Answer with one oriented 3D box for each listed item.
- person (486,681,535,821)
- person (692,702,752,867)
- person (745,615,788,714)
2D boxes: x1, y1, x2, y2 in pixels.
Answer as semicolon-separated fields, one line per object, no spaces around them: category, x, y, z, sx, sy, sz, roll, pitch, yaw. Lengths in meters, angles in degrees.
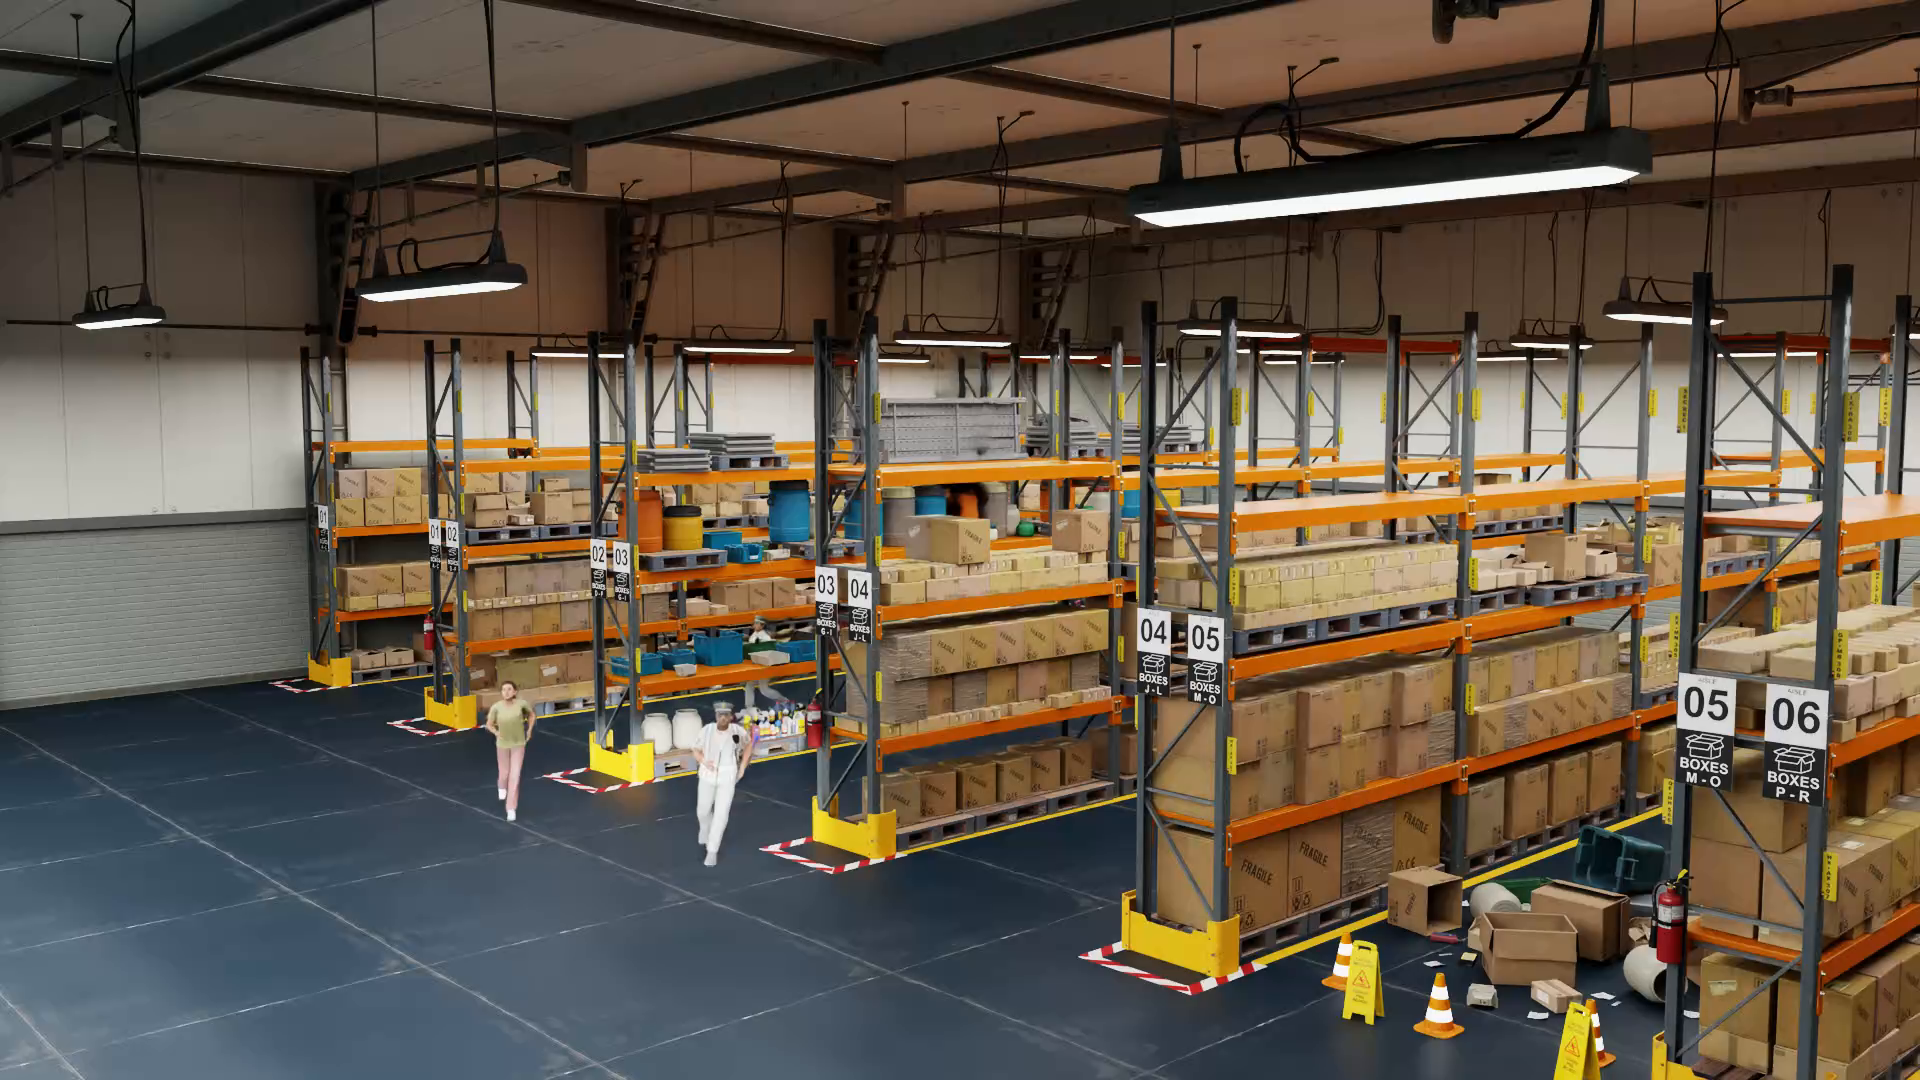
person;-5.530;2.554;20.494;0.587;1.652;0.903;-1;5;-12
person;-2.657;2.664;18.569;0.658;1.761;0.963;0;5;-4
person;-3.137;2.015;26.251;0.917;1.704;0.617;-5;7;-42
